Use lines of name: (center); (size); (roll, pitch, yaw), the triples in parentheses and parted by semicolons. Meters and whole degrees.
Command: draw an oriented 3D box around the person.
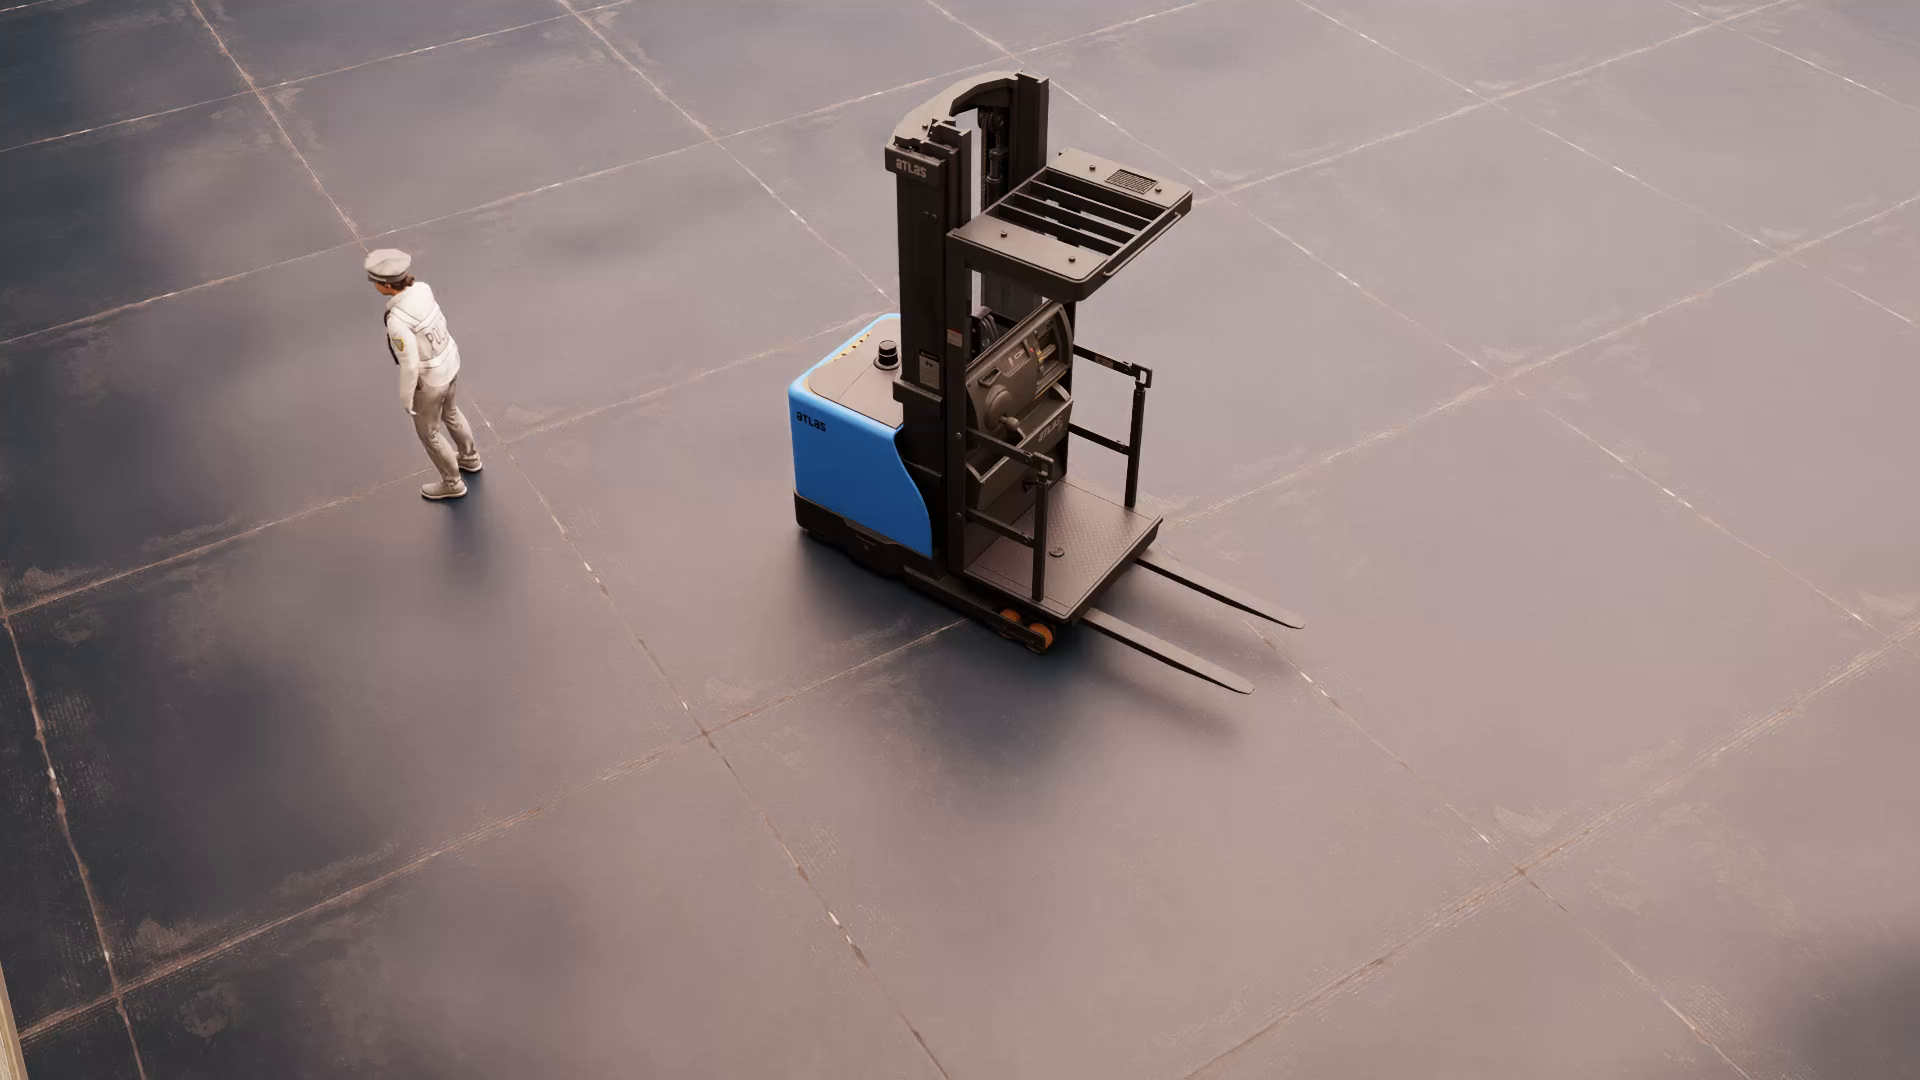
person: (-3.194, -0.981, 9.958); (0.375, 1.664, 0.540); (6, 42, 7)

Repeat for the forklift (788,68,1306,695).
forklift: (0.496, -0.872, 8.869); (3.031, 2.935, 1.130); (25, 47, 26)
